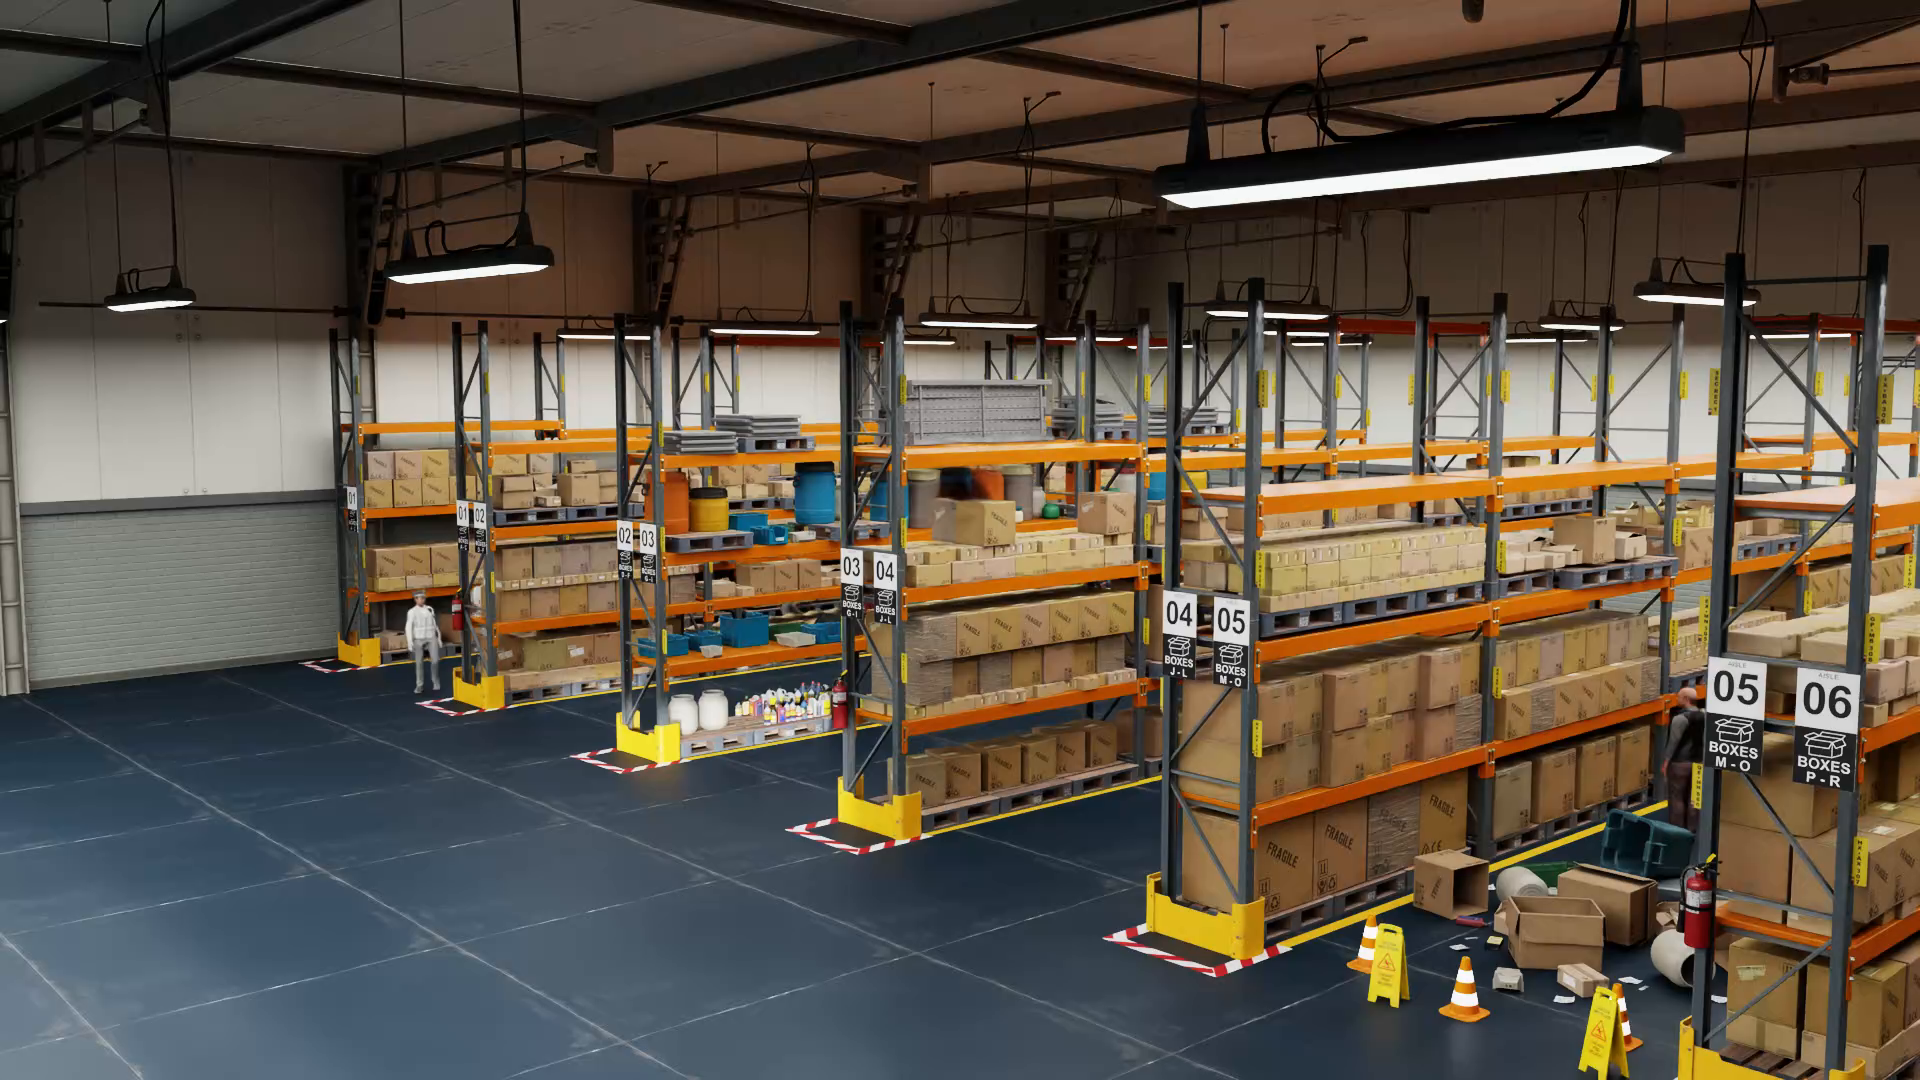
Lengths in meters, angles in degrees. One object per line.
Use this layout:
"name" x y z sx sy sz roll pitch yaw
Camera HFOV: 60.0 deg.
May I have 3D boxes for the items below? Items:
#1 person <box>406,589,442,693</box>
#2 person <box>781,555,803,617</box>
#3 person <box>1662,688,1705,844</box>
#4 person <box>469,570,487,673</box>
"person" -8.771 1.650 27.210 0.555 1.689 0.505 -2 6 -16
"person" -3.498 0.990 34.096 0.475 1.618 0.947 5 8 43
"person" 8.017 2.488 18.385 0.545 1.731 0.397 -2 6 -23
"person" -8.343 1.390 29.099 0.493 1.735 0.943 3 6 27
